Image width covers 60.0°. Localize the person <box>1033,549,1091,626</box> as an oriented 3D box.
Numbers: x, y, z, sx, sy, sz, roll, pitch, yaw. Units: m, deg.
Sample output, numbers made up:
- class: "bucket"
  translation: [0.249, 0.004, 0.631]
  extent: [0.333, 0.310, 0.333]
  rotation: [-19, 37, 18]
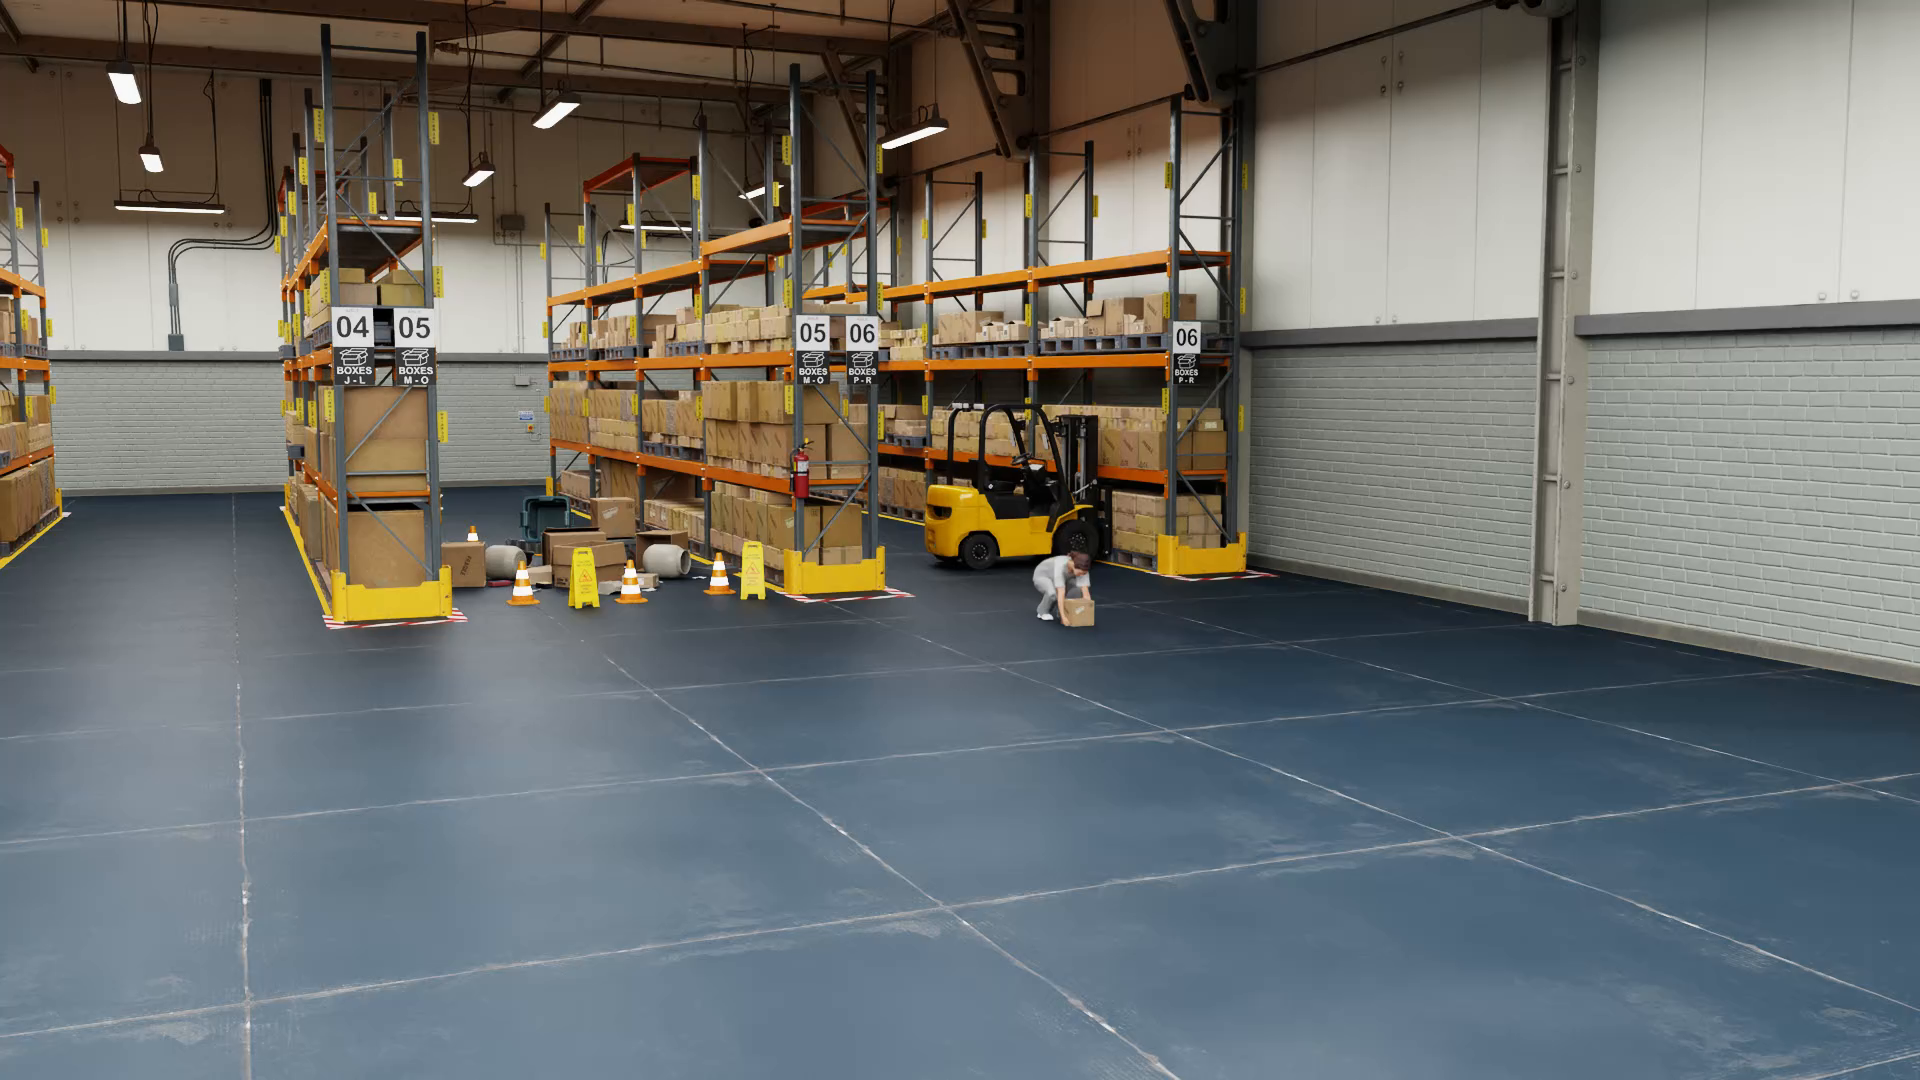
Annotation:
- class: "person"
  translation: [1.062, 0.487, 17.052]
  extent: [0.458, 0.810, 0.839]
  rotation: [-3, 6, -25]
